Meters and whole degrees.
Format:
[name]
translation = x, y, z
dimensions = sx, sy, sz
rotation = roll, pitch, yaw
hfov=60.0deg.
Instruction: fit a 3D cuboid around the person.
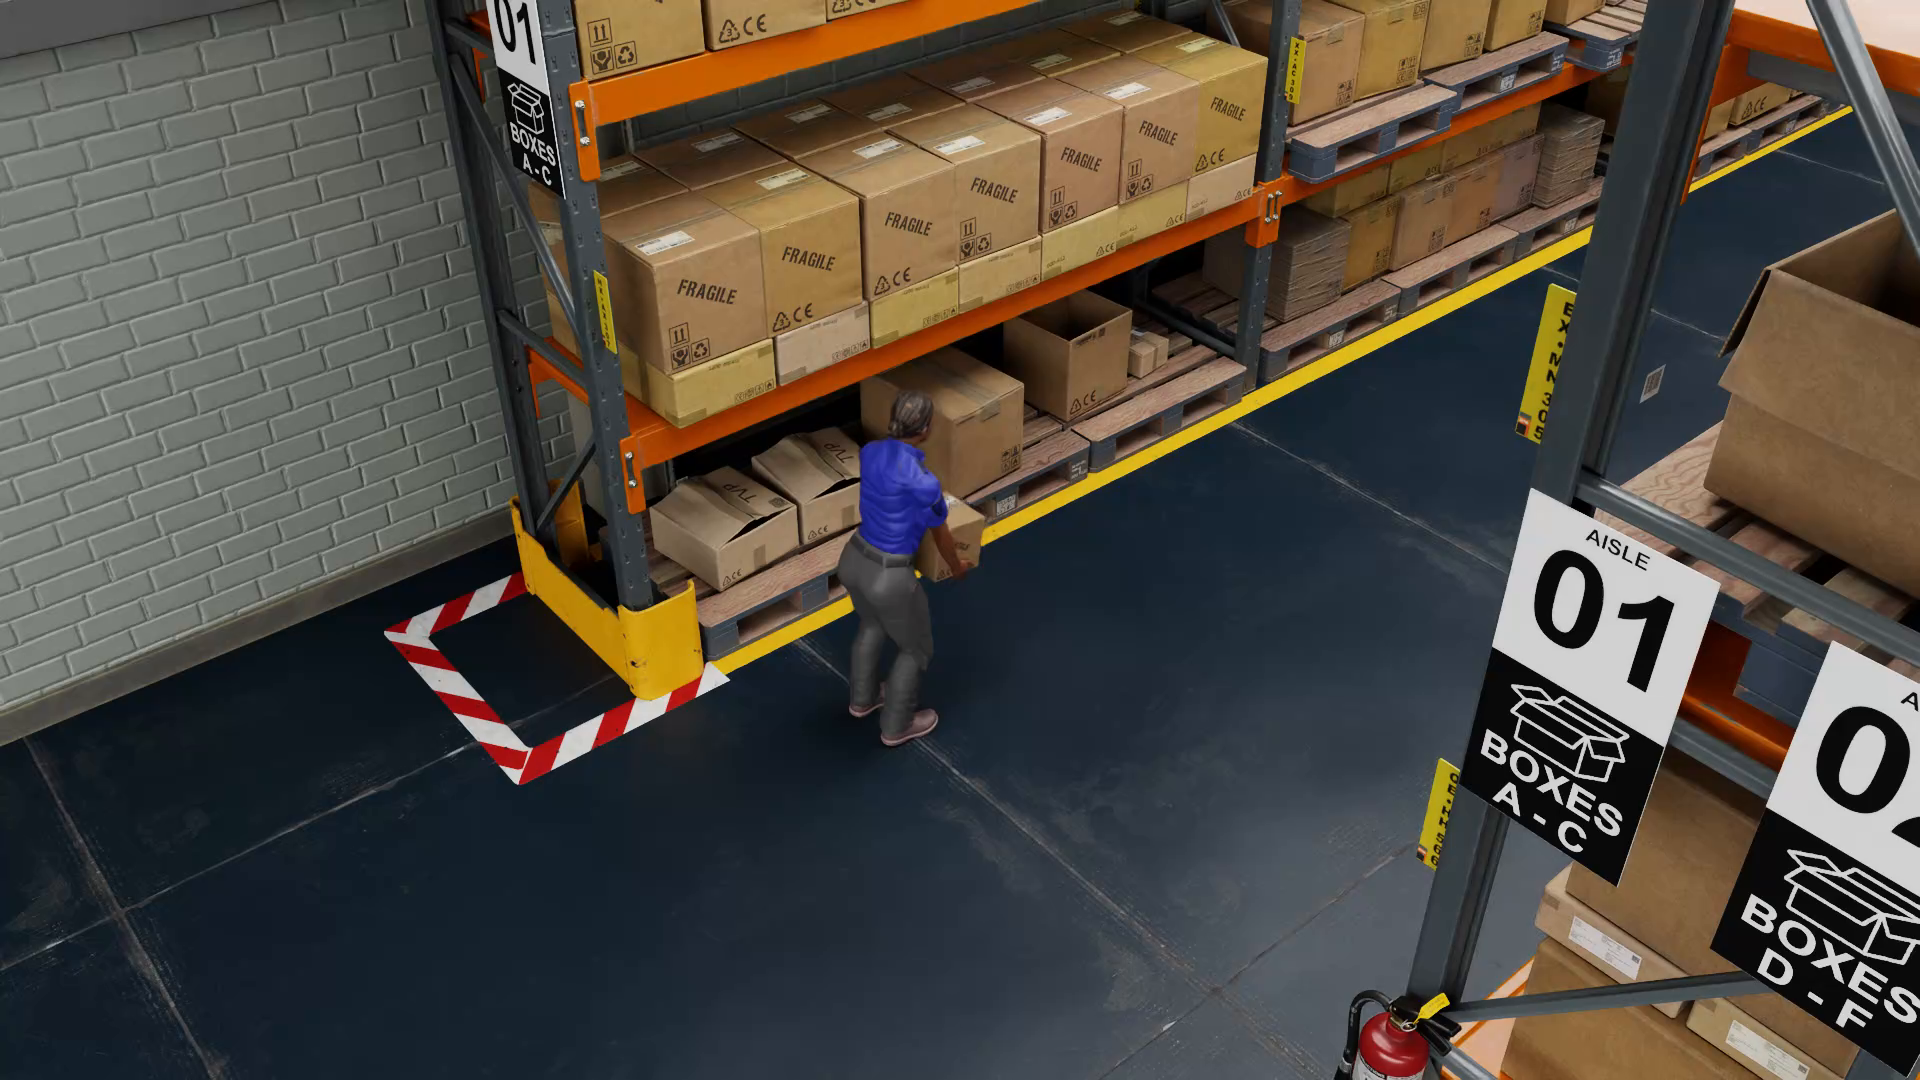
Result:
[person]
translation = -0.242, 0.104, 6.978
dimensions = 0.552, 1.621, 0.412
rotation = -27, 44, -32
